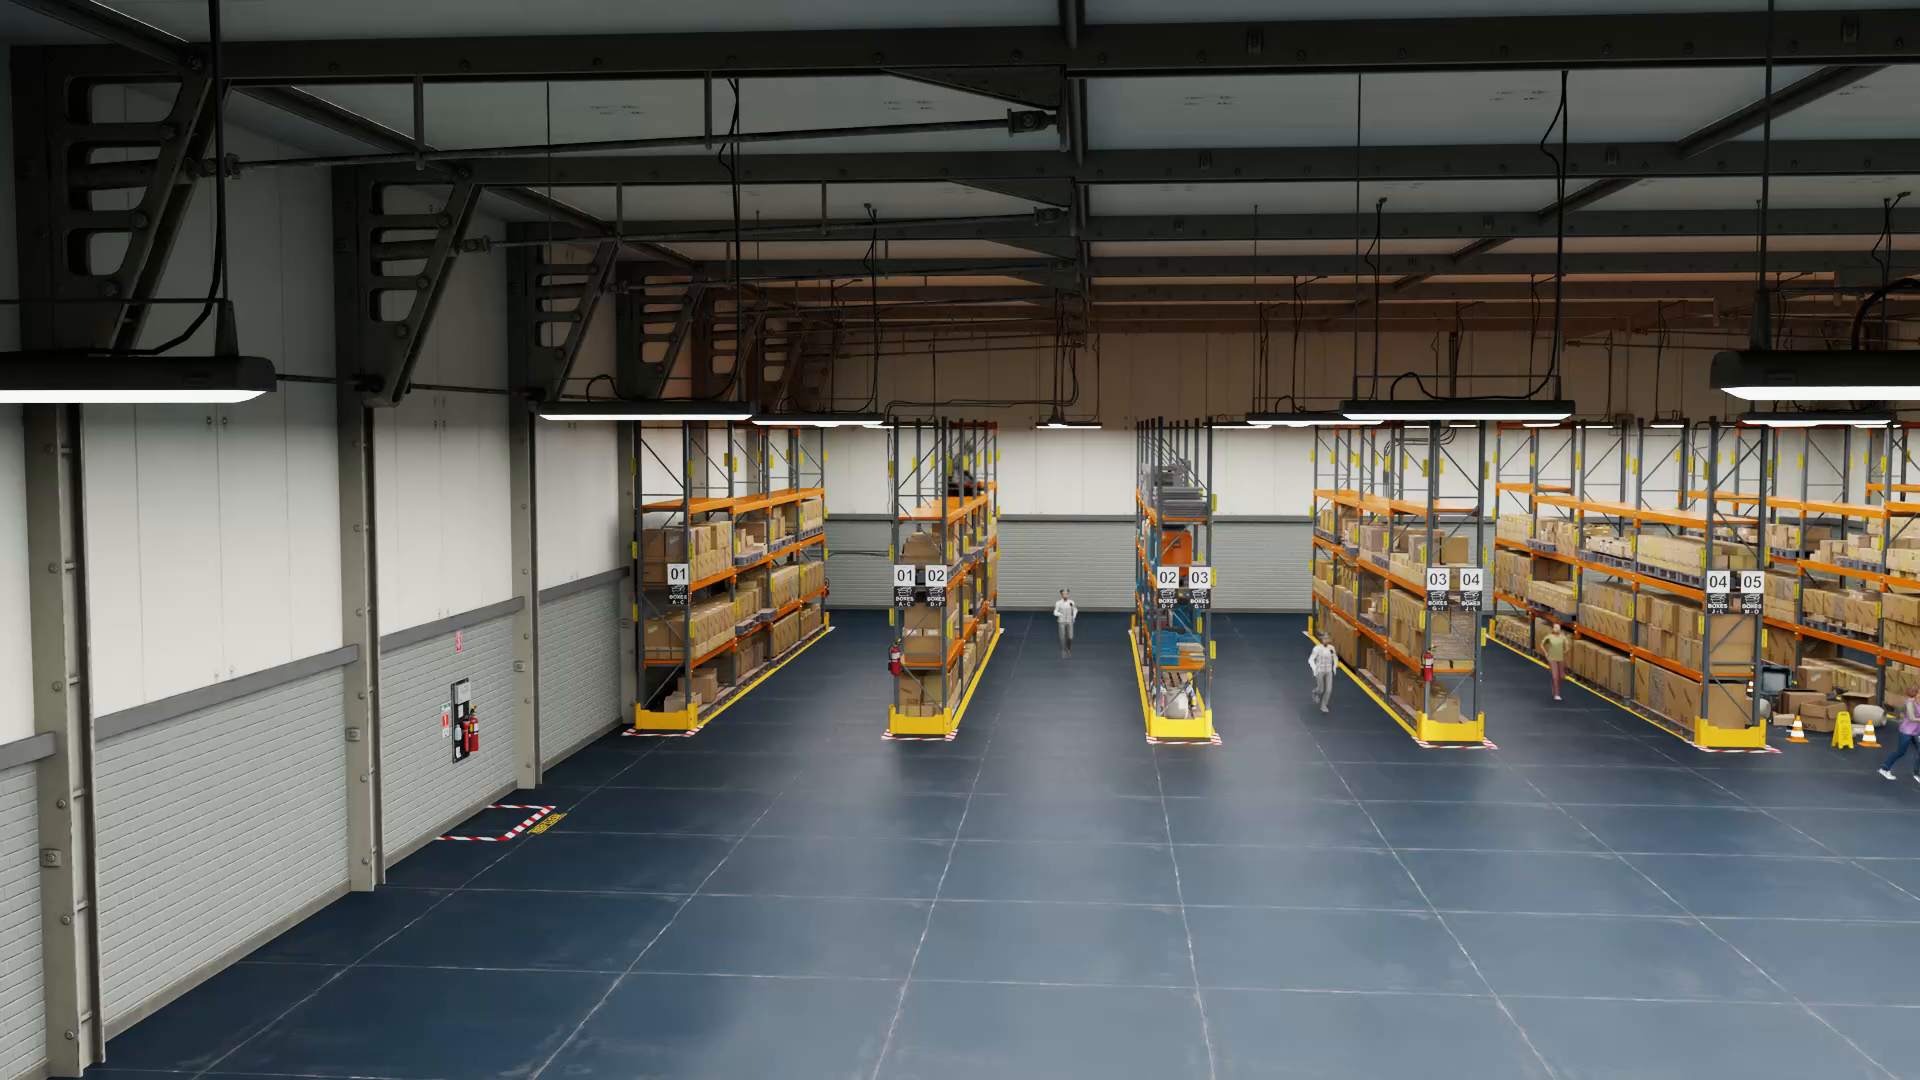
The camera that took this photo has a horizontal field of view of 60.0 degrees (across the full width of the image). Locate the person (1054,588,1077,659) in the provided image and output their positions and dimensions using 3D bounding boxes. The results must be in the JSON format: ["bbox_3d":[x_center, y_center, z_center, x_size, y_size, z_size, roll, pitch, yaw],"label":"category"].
[{"bbox_3d":[2.548,2.010,39.795,0.591,1.710,0.598,0,4,-5],"label":"person"}]

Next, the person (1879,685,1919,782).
[{"bbox_3d":[15.364,3.156,26.926,0.507,1.643,0.797,-4,5,-43],"label":"person"}]

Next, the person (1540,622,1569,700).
[{"bbox_3d":[12.745,2.578,35.606,0.589,1.635,0.802,0,4,4],"label":"person"}]

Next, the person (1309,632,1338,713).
[{"bbox_3d":[7.450,2.683,34.094,0.607,1.648,0.592,0,4,-3],"label":"person"}]
